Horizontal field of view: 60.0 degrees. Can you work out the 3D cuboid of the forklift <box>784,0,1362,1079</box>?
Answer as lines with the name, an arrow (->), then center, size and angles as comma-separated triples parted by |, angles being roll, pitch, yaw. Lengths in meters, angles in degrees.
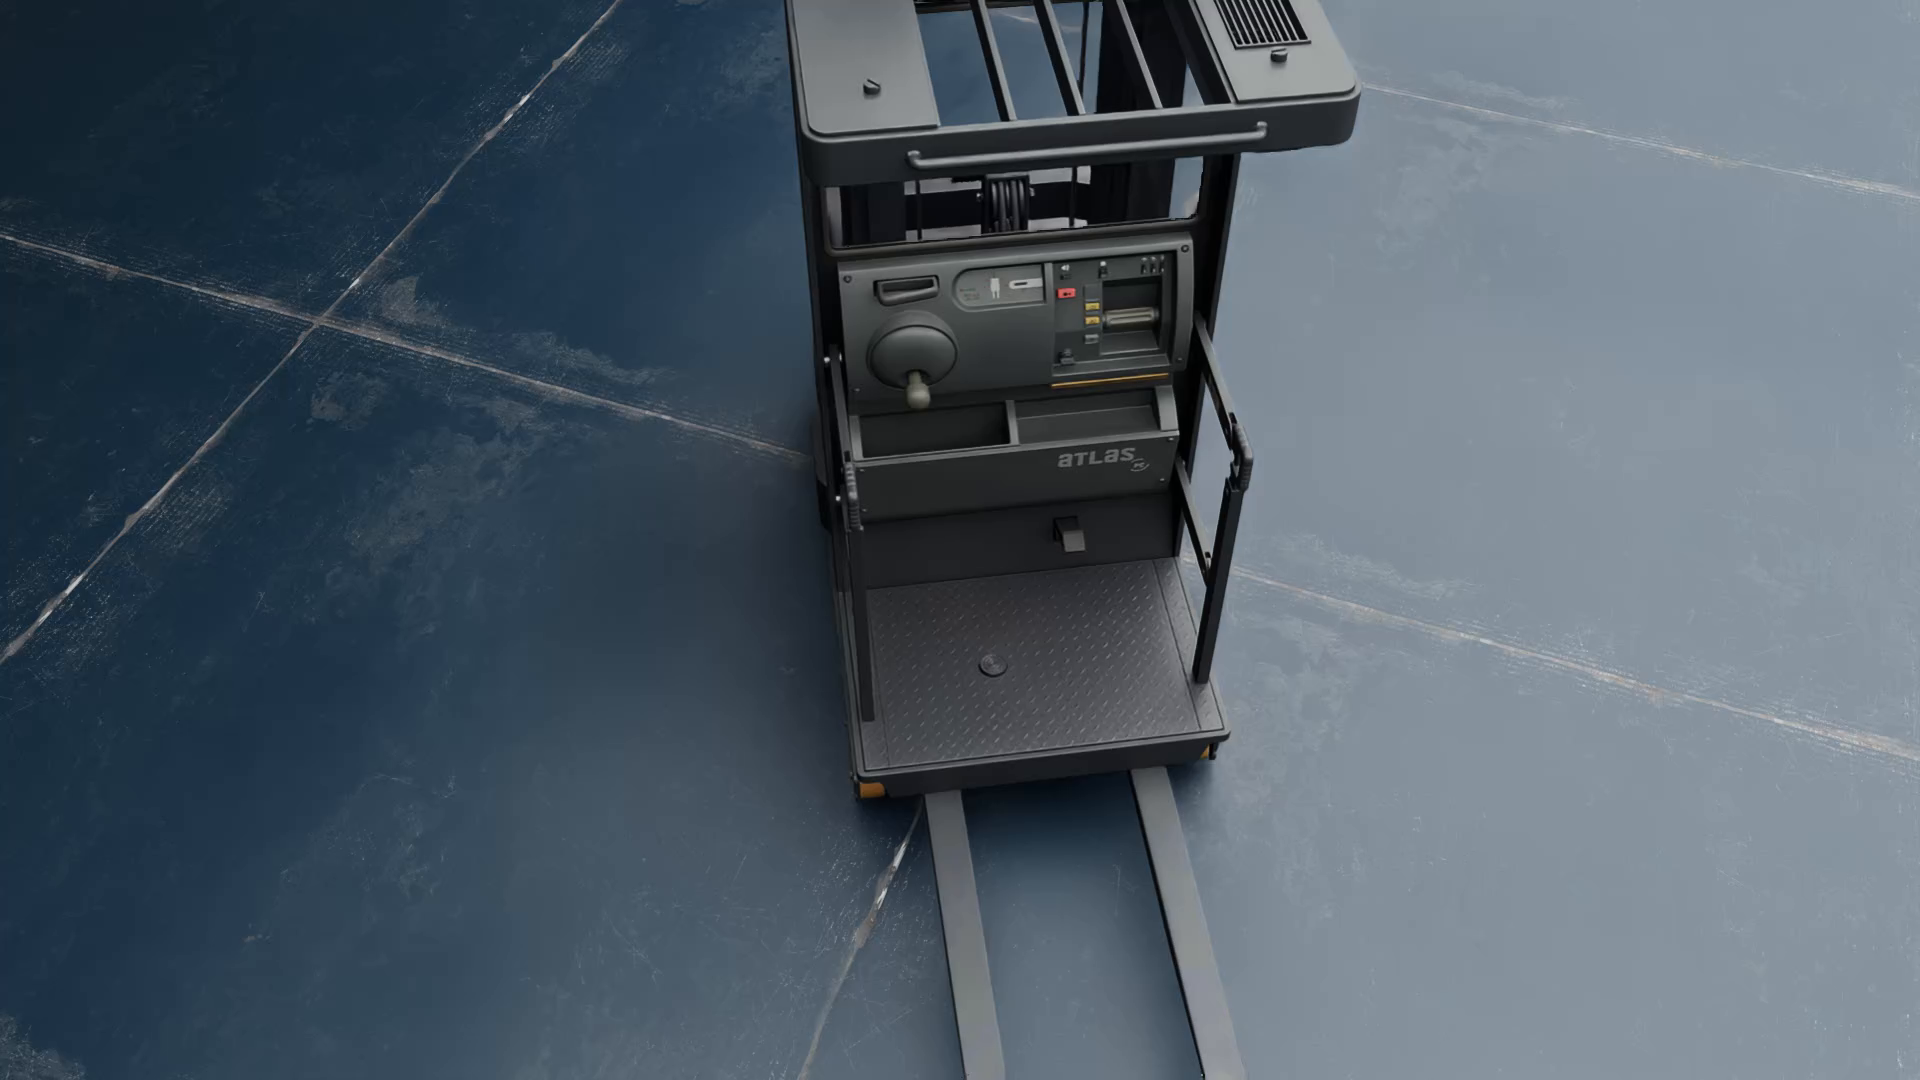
forklift -> 0.184, -0.467, 4.216 | 1.130, 2.935, 3.031 | -6, 49, -5
